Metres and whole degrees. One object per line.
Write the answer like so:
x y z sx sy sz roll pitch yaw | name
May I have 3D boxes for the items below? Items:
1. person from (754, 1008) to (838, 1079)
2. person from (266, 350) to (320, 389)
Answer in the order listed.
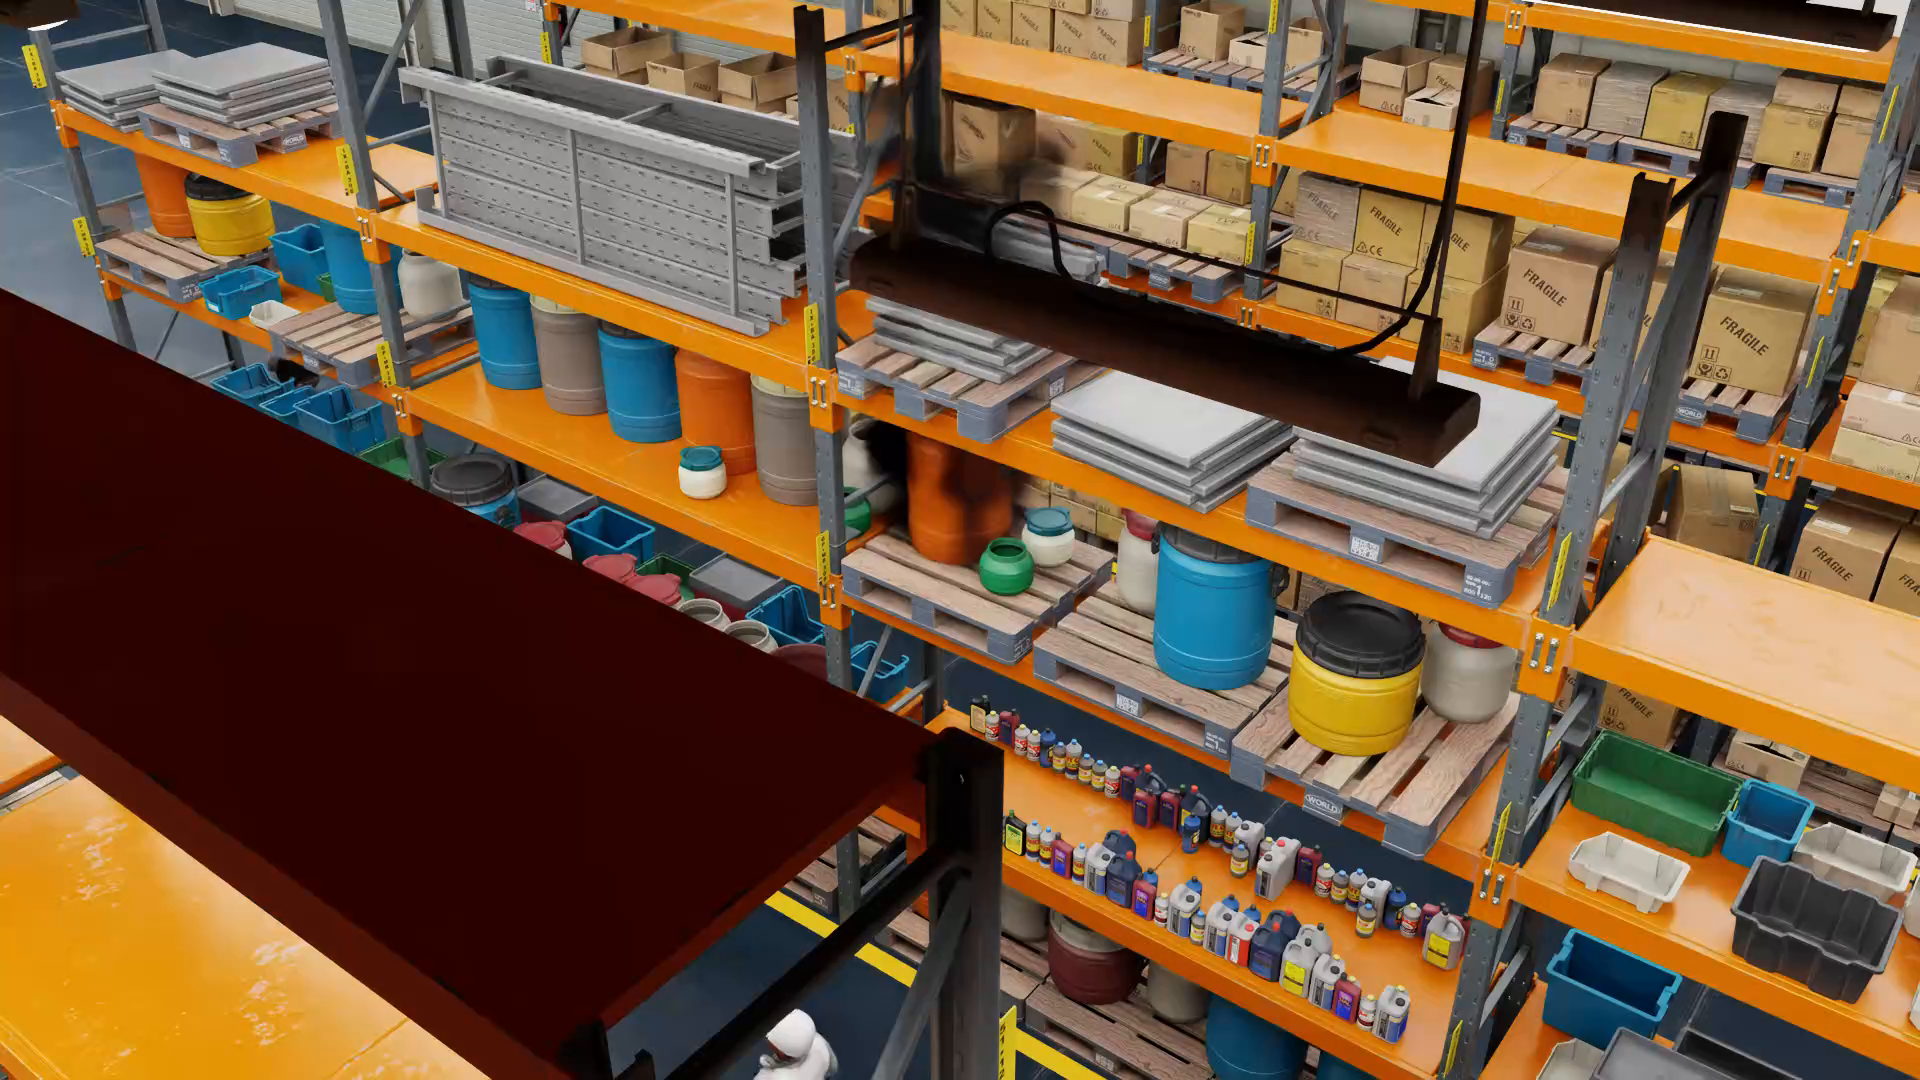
-0.880 3.053 8.628 0.607 1.722 0.656 15 35 23 | person
-6.461 -1.573 16.234 0.691 1.734 0.666 14 34 21 | person
